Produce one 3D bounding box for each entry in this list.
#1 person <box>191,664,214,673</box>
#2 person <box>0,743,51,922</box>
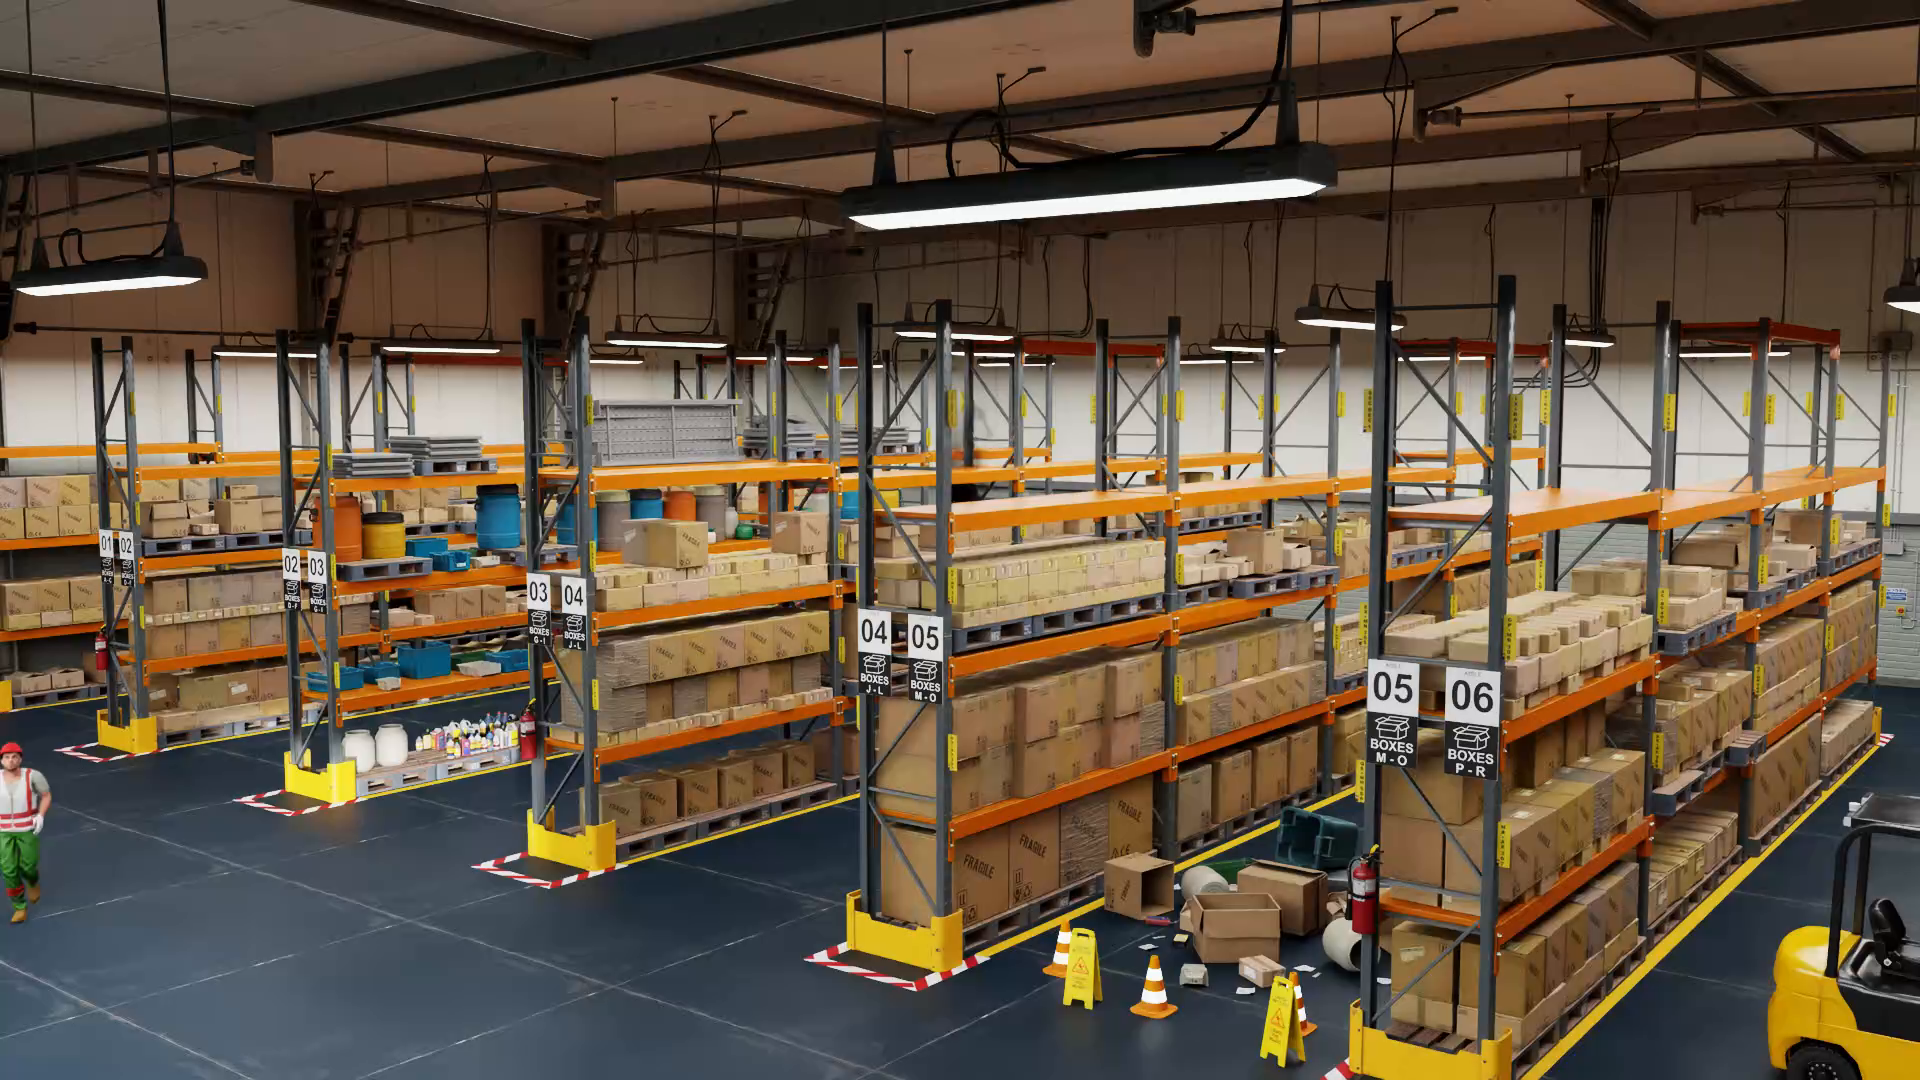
[{"bbox_3d":[-12.234,2.014,27.072,0.577,1.643,0.760,4,7,40],"label":"person"},{"bbox_3d":[-9.365,2.861,16.462,0.666,1.751,0.596,-2,5,-24],"label":"person"}]
